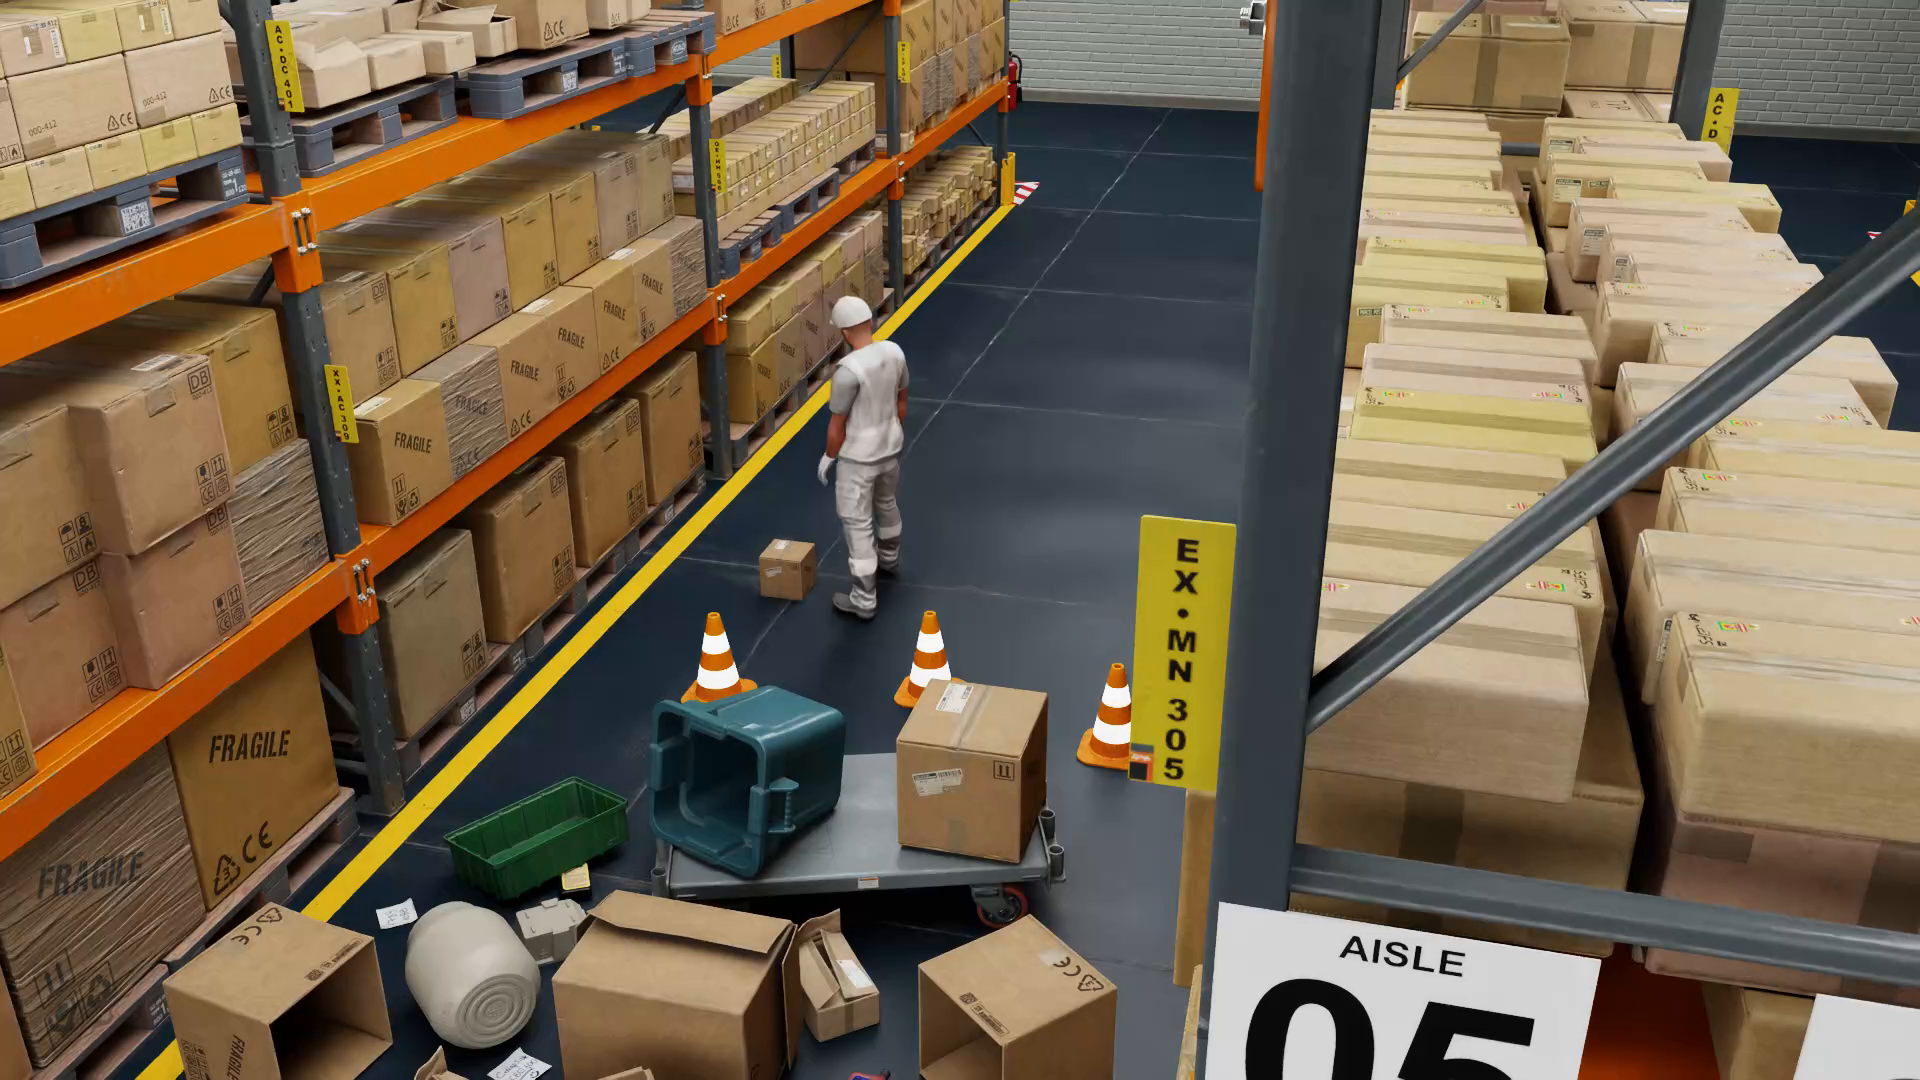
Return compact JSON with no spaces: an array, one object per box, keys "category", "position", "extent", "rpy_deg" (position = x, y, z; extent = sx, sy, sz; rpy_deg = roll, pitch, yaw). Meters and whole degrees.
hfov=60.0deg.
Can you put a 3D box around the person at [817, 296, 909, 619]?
[{"category":"person","position":[-0.552,-0.521,9.169],"extent":[0.568,1.776,0.690],"rpy_deg":[18,31,34]}]
